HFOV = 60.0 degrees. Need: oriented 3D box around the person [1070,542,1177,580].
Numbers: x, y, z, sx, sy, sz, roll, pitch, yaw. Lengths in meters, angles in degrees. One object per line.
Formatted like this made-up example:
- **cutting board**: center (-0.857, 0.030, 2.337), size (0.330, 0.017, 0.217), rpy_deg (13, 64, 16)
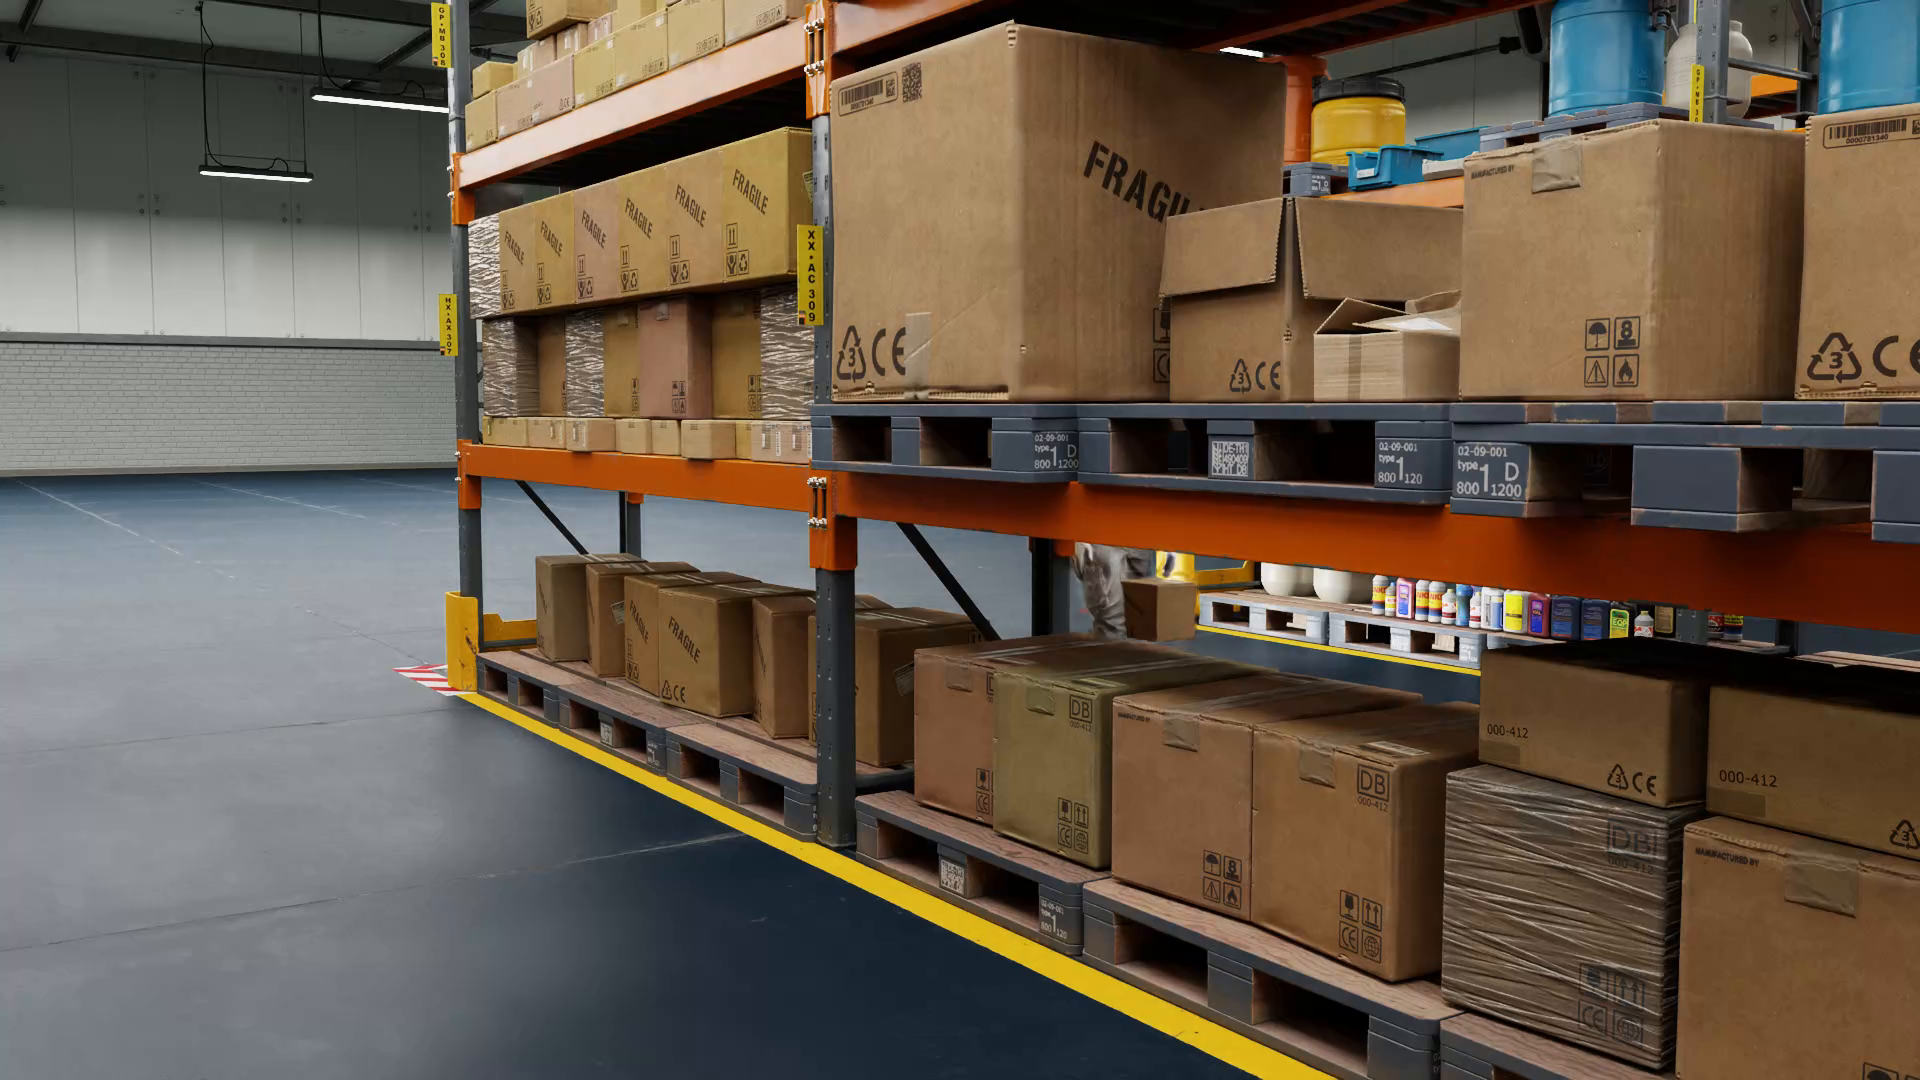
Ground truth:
- **person**: center (0.786, 0.008, 7.447), size (0.553, 1.750, 0.882), rpy_deg (-3, 6, -34)
